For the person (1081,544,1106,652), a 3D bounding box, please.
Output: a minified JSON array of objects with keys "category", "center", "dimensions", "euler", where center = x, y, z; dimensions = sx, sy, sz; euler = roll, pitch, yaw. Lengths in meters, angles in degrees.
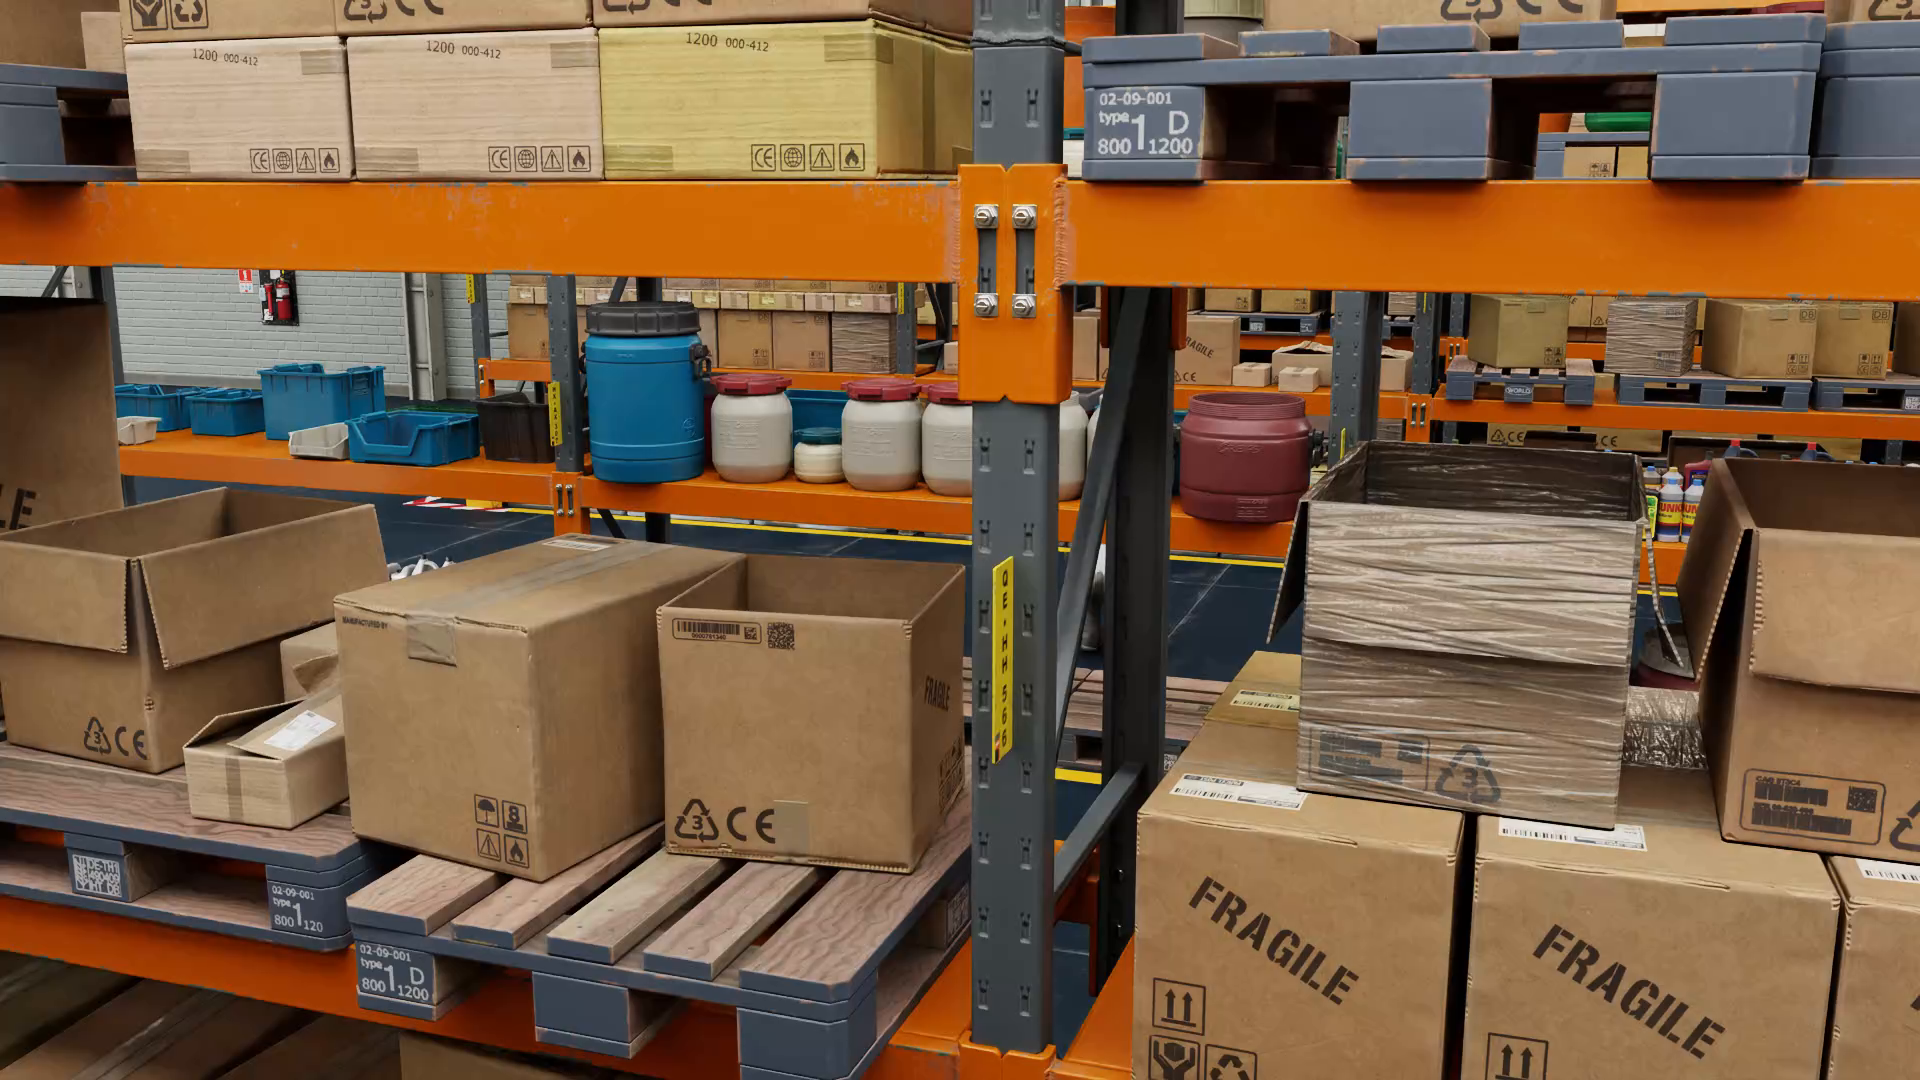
[{"category":"person","center":[0.958,0.205,10.244],"dimensions":[0.499,0.947,0.877],"euler":[4,13,17]}]
